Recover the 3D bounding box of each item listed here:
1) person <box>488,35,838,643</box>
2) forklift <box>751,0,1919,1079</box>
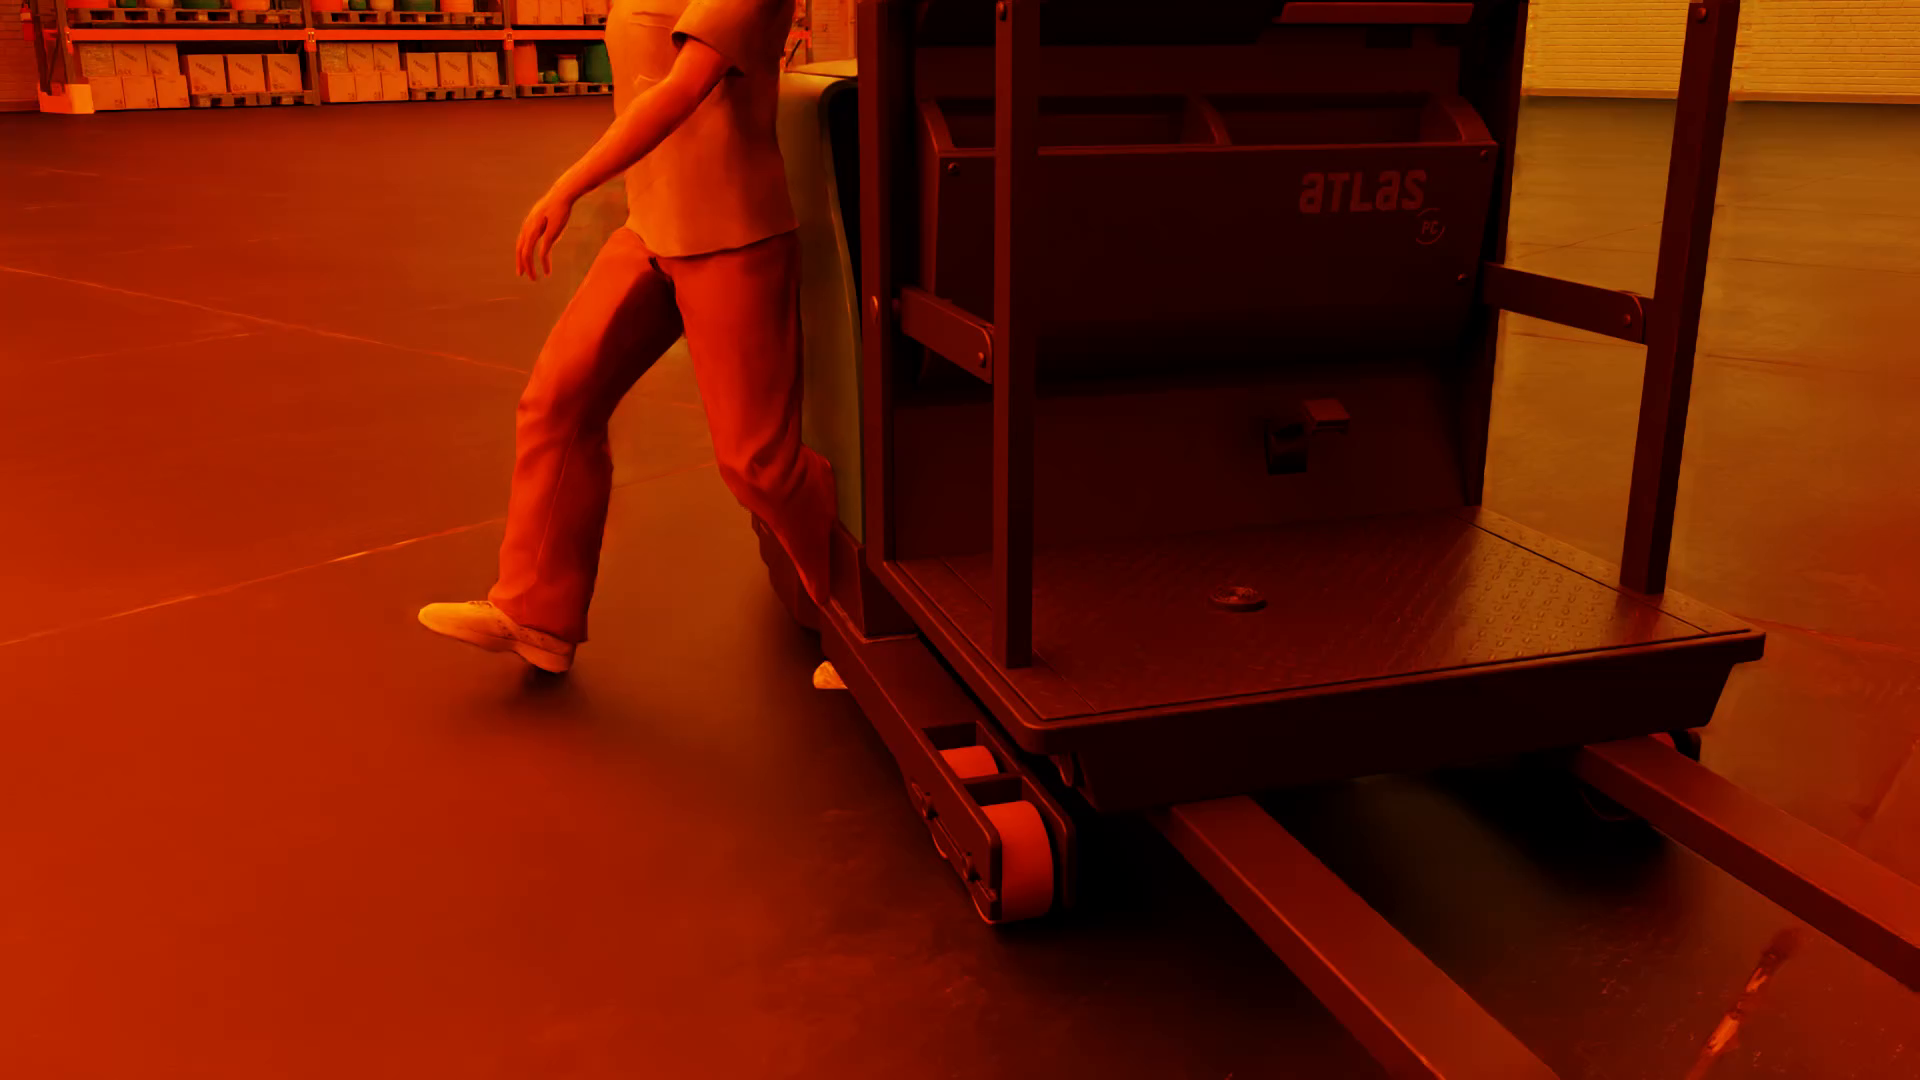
[{"bbox_3d":[-0.499,-0.563,2.973,0.728,1.556,0.609,-12,20,-34],"label":"person"},{"bbox_3d":[0.457,-1.015,2.239,1.130,2.935,3.031,-5,18,-17],"label":"forklift"}]
